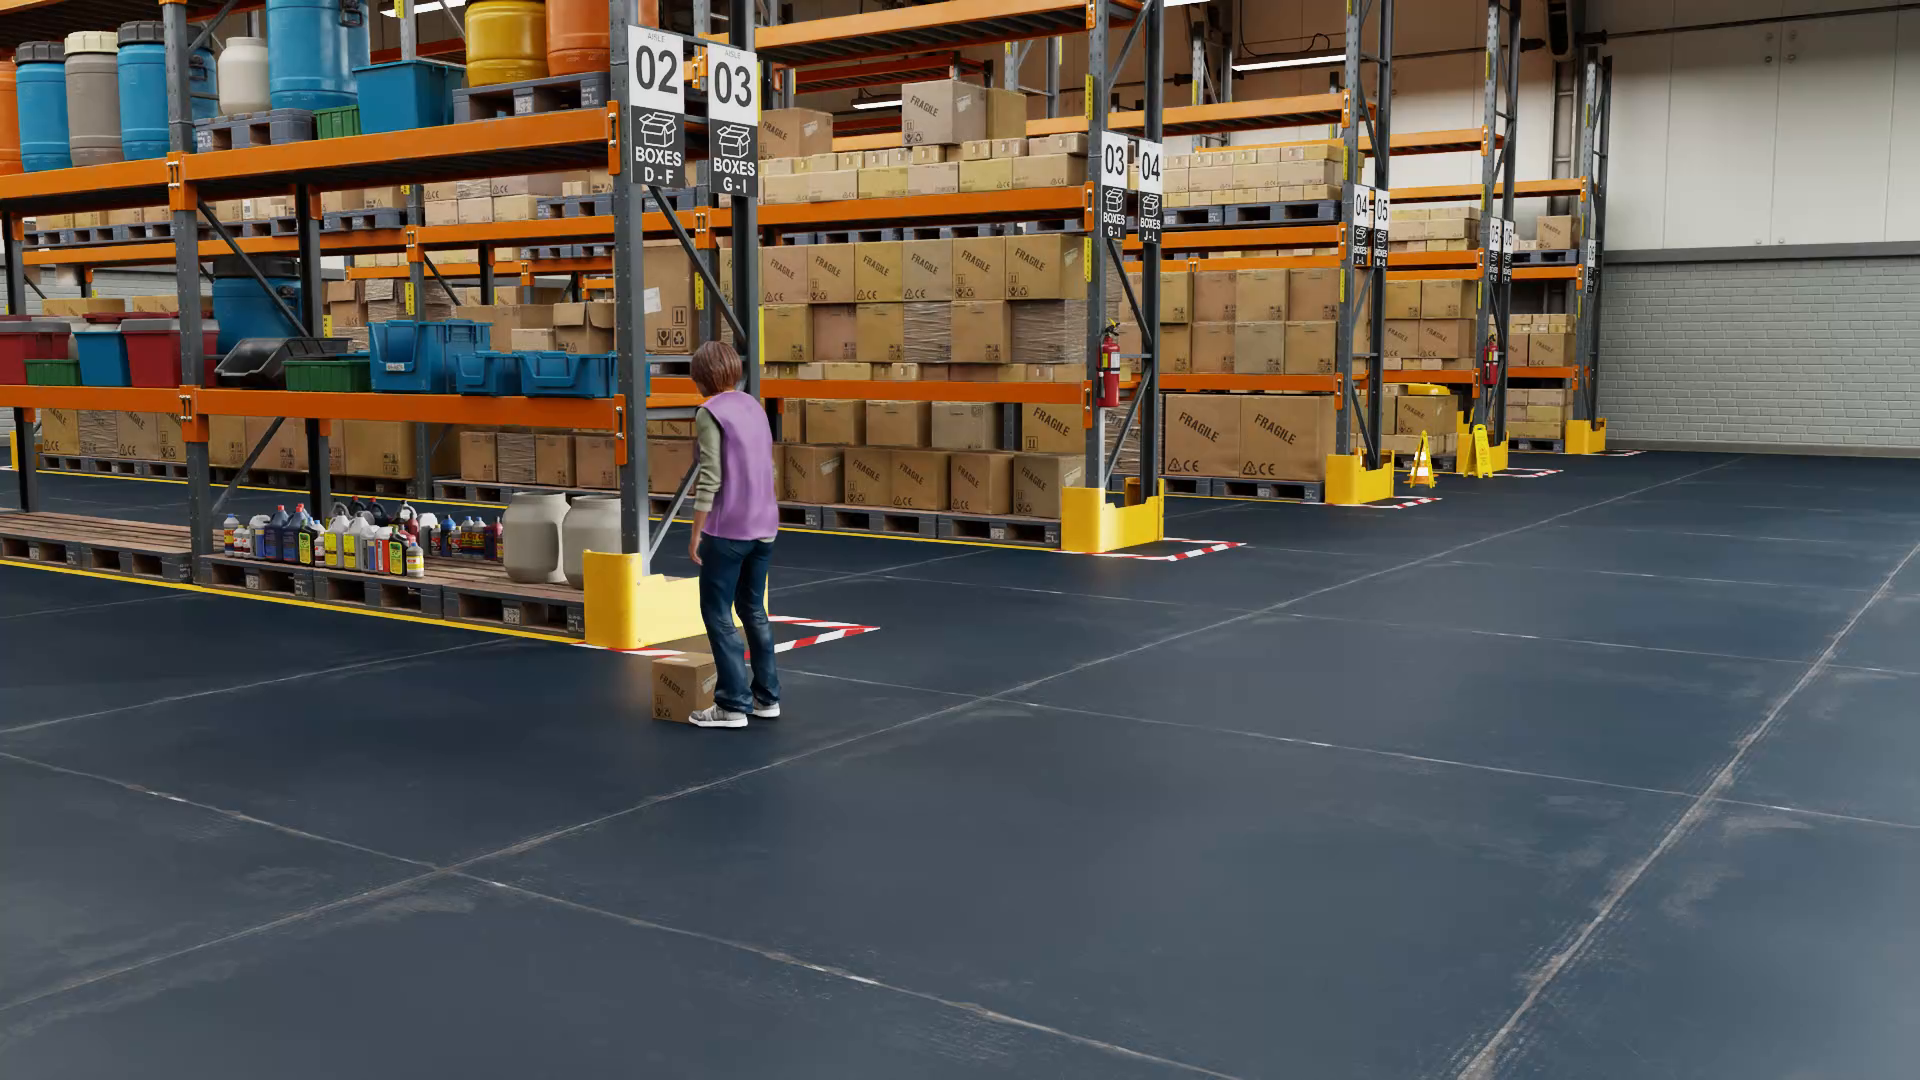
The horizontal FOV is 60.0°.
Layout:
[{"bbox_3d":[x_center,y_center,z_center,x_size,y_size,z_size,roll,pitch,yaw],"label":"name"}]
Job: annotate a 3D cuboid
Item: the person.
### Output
[{"bbox_3d":[-0.939,-0.022,6.896,0.349,1.592,0.474,4,8,32],"label":"person"}]
